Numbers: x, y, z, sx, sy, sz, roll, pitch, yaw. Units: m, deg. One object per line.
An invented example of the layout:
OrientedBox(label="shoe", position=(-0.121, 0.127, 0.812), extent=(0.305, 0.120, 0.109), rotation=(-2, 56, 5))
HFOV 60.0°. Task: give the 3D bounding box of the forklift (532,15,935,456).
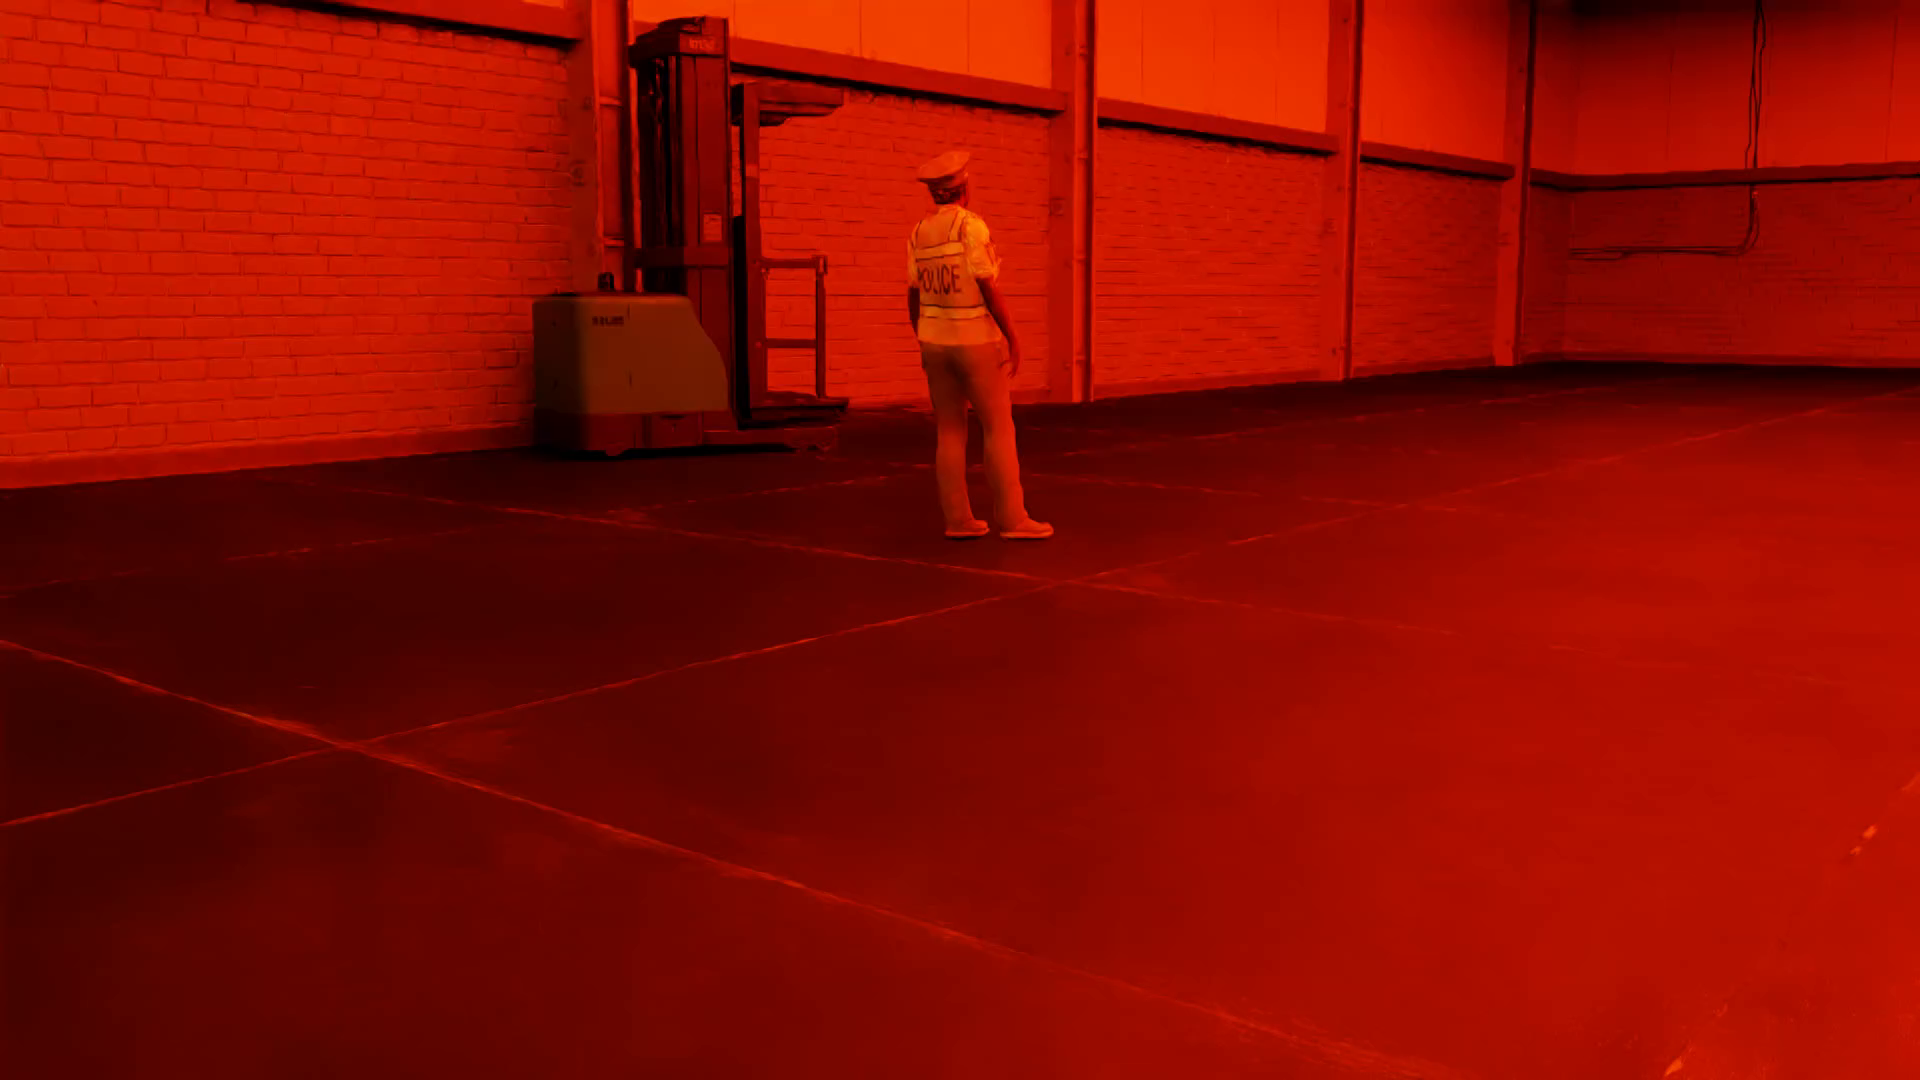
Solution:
OrientedBox(label="forklift", position=(-1.463, -2.136, 11.881), extent=(3.031, 2.935, 1.130), rotation=(-5, 10, -31))

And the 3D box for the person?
OrientedBox(label="person", position=(0.062, -0.853, 7.327), extent=(0.570, 1.695, 0.529), rotation=(7, 11, 38))
